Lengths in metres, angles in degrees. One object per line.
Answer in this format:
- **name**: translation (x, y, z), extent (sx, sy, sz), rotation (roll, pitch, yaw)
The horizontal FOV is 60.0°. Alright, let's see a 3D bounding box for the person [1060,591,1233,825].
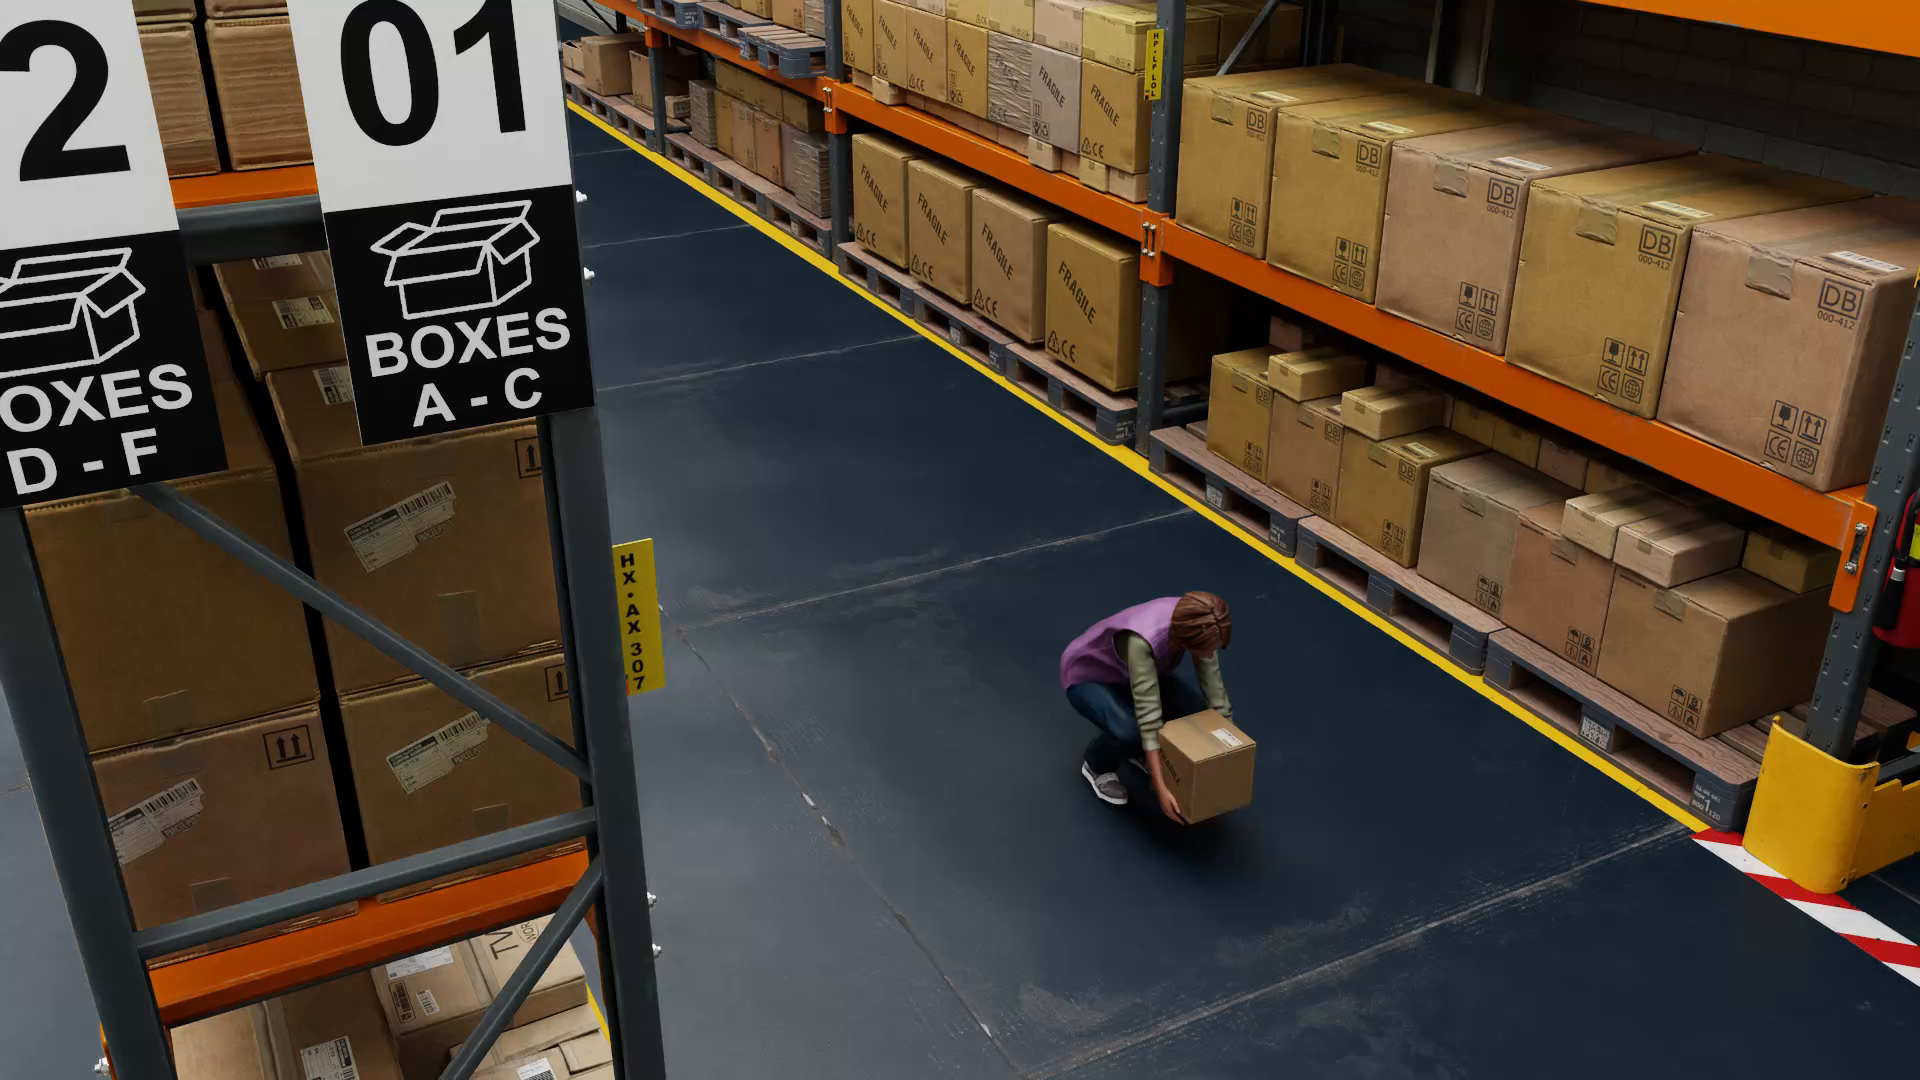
- **person**: translation (0.676, 0.529, 5.850), extent (0.427, 0.894, 0.820), rotation (-14, 29, -26)
